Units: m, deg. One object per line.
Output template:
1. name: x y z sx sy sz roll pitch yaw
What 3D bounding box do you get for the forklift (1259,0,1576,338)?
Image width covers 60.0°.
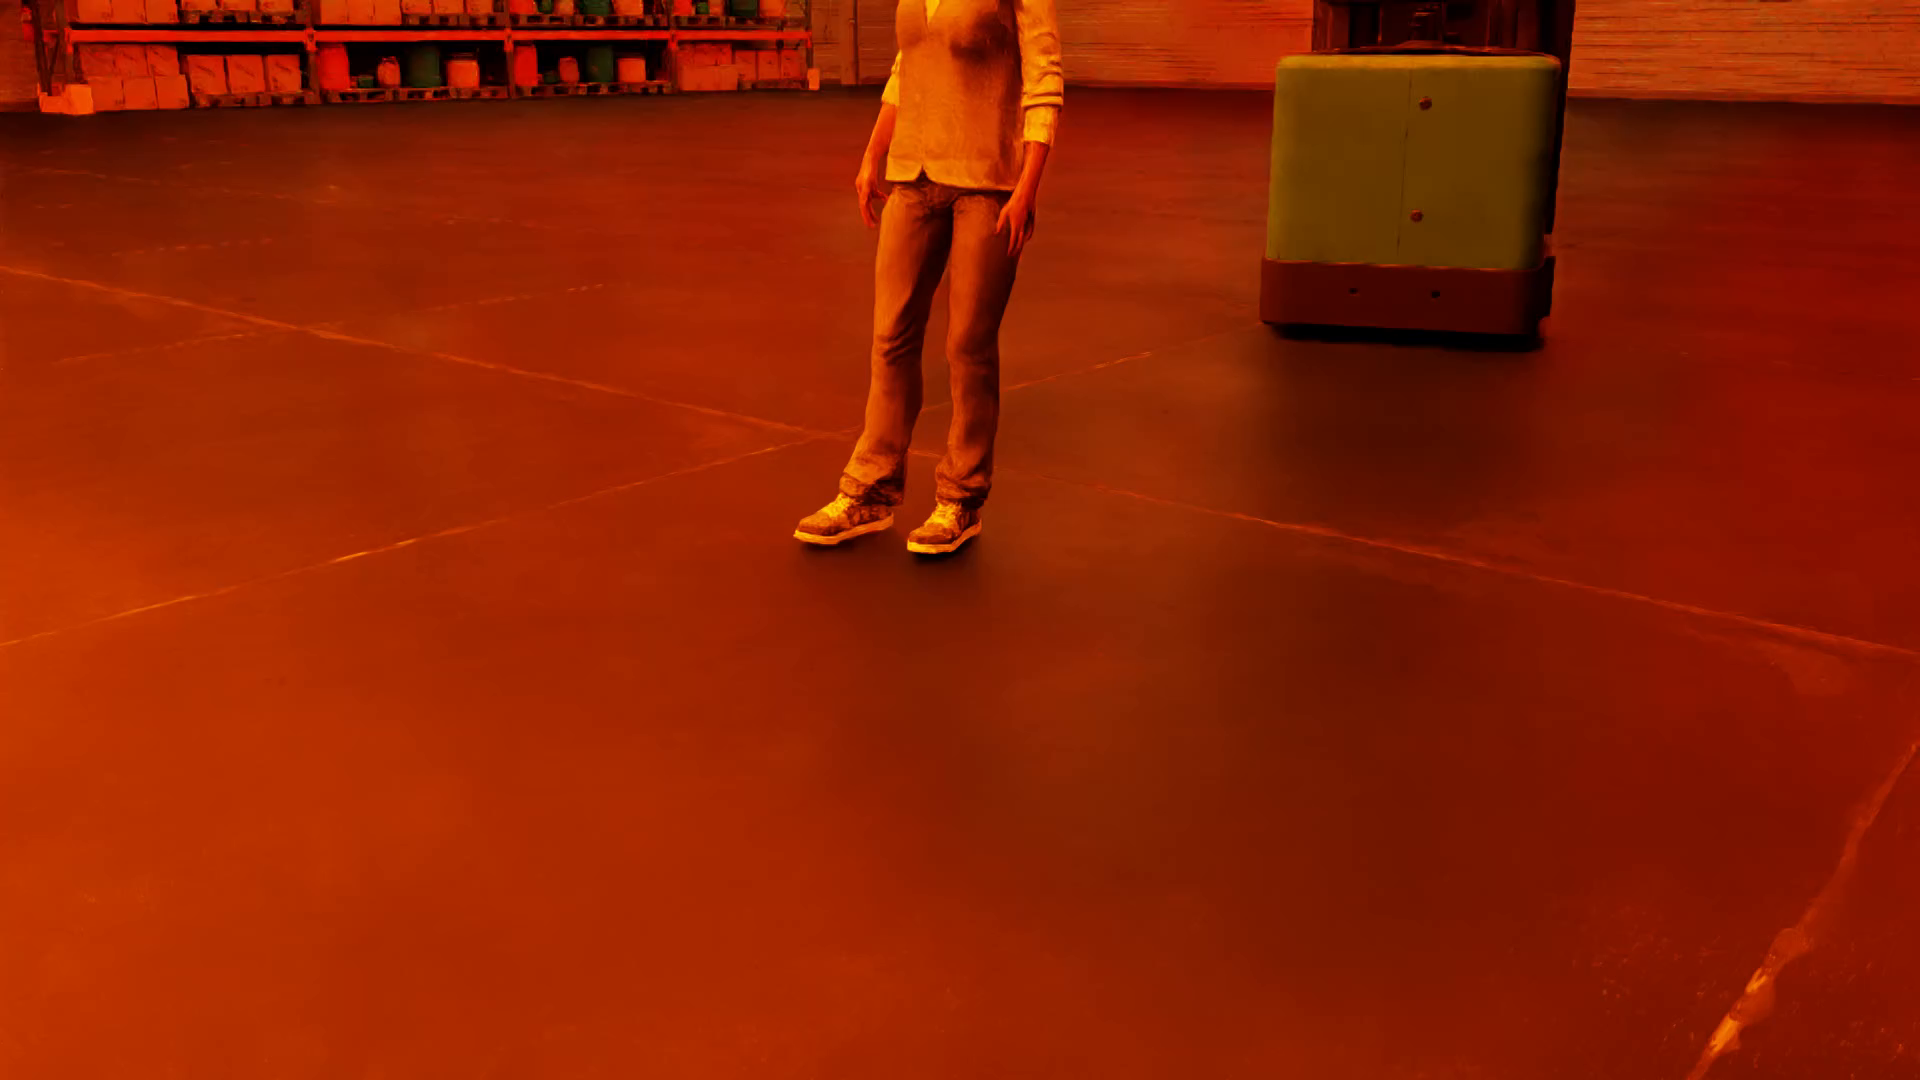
1. forklift: 2.158 -2.559 7.325 1.130 2.935 3.031 6 18 19

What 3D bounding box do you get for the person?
1. person: -0.058 -0.757 3.662 0.521 1.597 0.474 13 21 37
